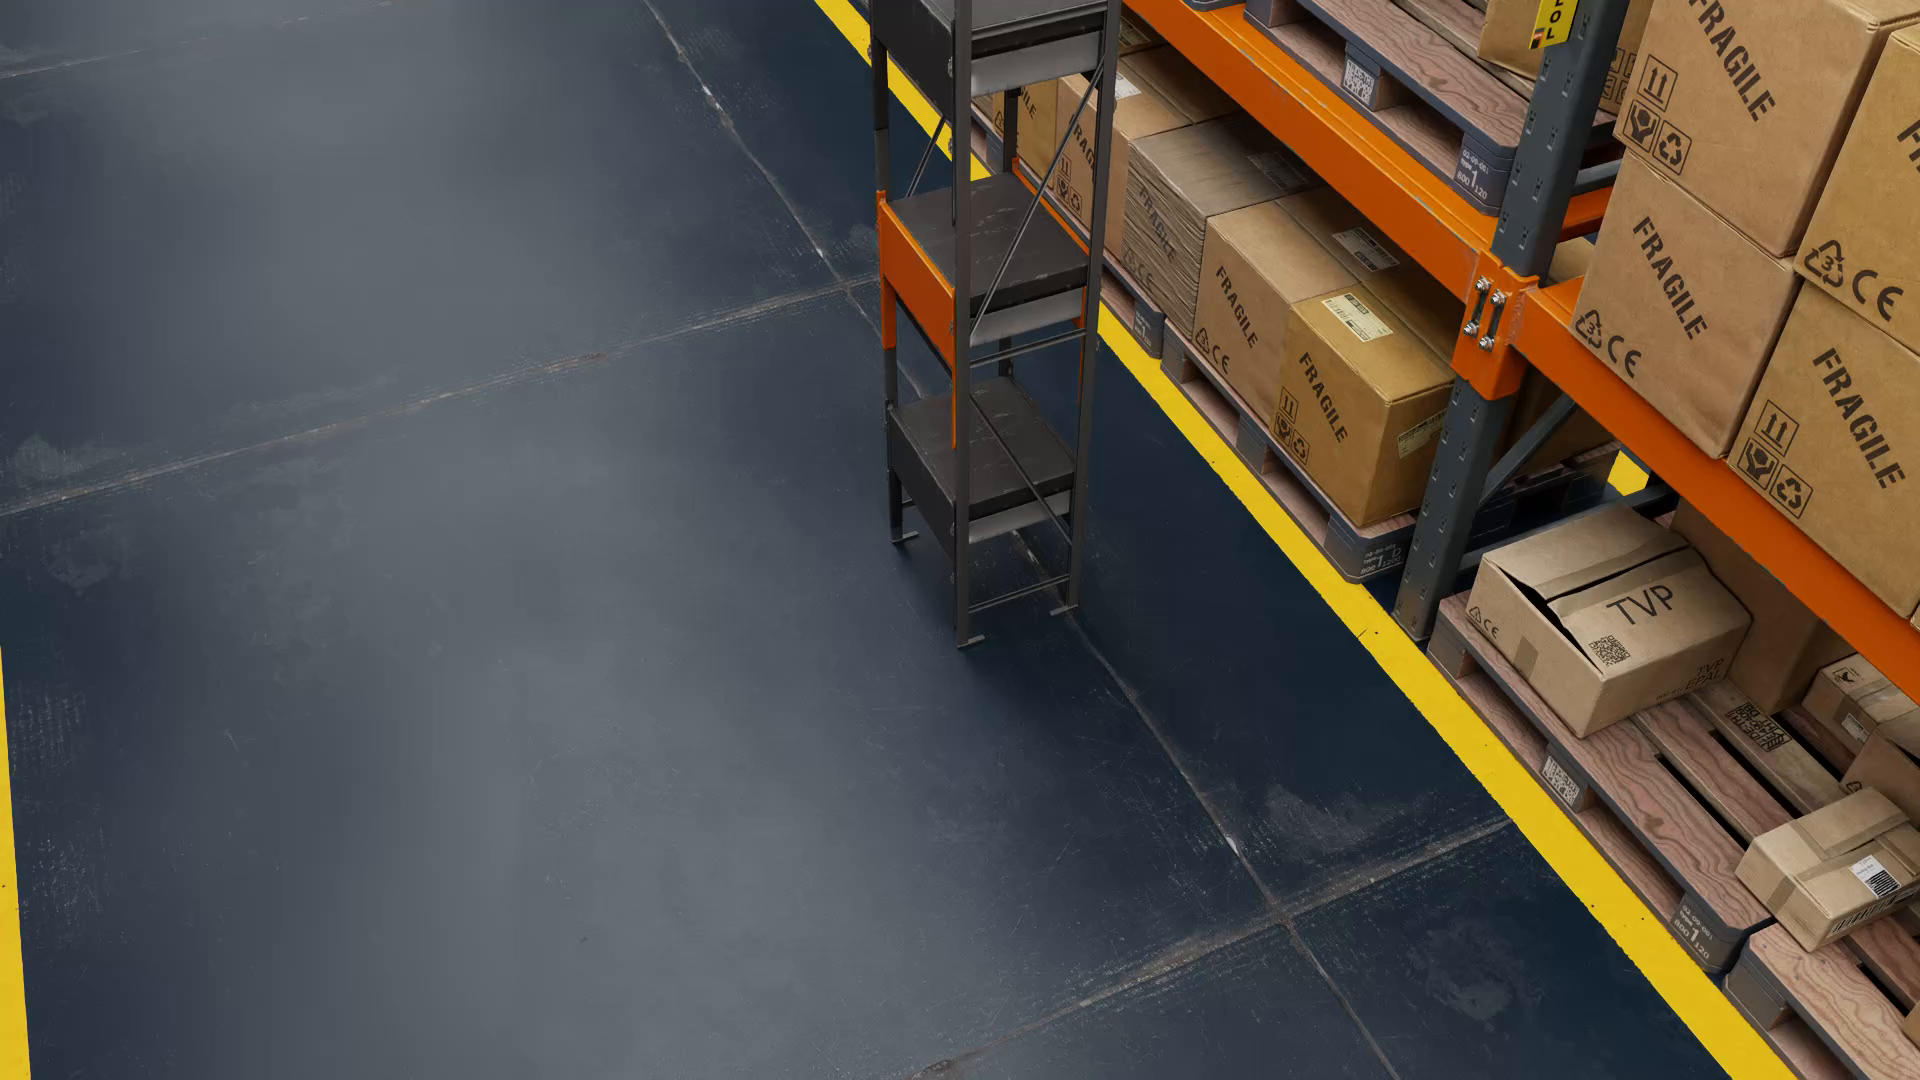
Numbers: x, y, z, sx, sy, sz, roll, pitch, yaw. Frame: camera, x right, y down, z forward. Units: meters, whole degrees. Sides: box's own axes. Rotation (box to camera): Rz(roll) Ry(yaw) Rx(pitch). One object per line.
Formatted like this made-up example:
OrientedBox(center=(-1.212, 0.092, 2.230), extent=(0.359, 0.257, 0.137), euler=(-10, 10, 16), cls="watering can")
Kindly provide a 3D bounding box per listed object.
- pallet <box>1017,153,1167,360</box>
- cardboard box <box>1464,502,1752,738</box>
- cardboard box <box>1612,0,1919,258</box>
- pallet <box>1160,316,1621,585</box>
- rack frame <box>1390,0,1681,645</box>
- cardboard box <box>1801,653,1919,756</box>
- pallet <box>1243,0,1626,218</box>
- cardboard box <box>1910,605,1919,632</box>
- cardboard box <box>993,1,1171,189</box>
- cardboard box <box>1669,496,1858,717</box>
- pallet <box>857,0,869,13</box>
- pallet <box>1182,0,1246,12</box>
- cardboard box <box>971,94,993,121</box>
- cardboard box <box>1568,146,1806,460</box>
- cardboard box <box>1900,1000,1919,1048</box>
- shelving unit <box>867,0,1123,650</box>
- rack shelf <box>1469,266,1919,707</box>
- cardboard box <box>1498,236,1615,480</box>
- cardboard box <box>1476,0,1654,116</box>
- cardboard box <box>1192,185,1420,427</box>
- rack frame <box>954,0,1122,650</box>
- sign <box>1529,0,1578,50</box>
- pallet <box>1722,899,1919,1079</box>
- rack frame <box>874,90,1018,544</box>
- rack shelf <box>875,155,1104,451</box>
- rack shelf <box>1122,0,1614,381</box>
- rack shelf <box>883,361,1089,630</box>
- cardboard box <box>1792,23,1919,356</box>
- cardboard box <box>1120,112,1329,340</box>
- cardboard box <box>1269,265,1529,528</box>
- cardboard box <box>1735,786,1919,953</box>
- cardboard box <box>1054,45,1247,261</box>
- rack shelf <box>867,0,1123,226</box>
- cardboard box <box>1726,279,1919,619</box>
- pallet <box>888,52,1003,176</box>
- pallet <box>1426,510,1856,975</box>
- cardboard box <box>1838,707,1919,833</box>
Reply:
OrientedBox(center=(0.885, -1.237, 6.354), extent=(1.003, 0.211, 1.213), euler=(-18, 47, -17), cls="pallet")
OrientedBox(center=(1.758, 0.188, 4.525), extent=(0.500, 0.311, 0.500), euler=(-18, 47, -17), cls="cardboard box")
OrientedBox(center=(1.721, -0.952, 3.296), extent=(0.500, 0.500, 0.500), euler=(-17, 47, -16), cls="cardboard box")
OrientedBox(center=(1.402, -0.459, 5.565), extent=(1.003, 0.211, 1.213), euler=(-18, 47, -17), cls="pallet")
OrientedBox(center=(1.778, -0.944, 4.071), extent=(1.000, 3.000, 0.127), euler=(-18, 47, -17), cls="rack frame")
OrientedBox(center=(2.487, 0.415, 4.411), extent=(0.380, 0.149, 0.250), euler=(-18, 47, -17), cls="cardboard box")
OrientedBox(center=(1.541, -1.417, 4.687), extent=(1.003, 0.211, 1.213), euler=(-18, 47, -17), cls="pallet")
OrientedBox(center=(2.172, 0.070, 2.972), extent=(0.500, 0.500, 0.500), euler=(-18, 47, -18), cls="cardboard box")
OrientedBox(center=(0.460, -1.733, 6.337), extent=(0.500, 0.500, 0.500), euler=(-19, 48, -18), cls="cardboard box")
OrientedBox(center=(2.275, 0.068, 4.512), extent=(0.500, 0.500, 0.500), euler=(-18, 47, -17), cls="cardboard box")
OrientedBox(center=(-0.215, -3.037, 8.177), extent=(1.003, 0.211, 1.213), euler=(-18, 47, -17), cls="pallet")
OrientedBox(center=(0.918, -2.187, 5.467), extent=(1.003, 0.211, 1.213), euler=(-18, 47, -17), cls="pallet")
OrientedBox(center=(0.253, -2.054, 6.662), extent=(0.500, 0.500, 0.500), euler=(-20, 48, -19), cls="cardboard box")
OrientedBox(center=(1.745, -0.575, 3.625), extent=(0.500, 0.500, 0.500), euler=(-17, 47, -16), cls="cardboard box")
OrientedBox(center=(2.573, 0.984, 3.582), extent=(0.797, 0.503, 0.637), euler=(-18, 47, -17), cls="cardboard box")
OrientedBox(center=(0.070, -0.642, 4.406), extent=(0.431, 2.100, 0.503), euler=(-18, 47, -17), cls="shelving unit")
OrientedBox(center=(2.619, 0.586, 3.032), extent=(1.077, 0.370, 4.000), euler=(-18, 47, -17), cls="rack shelf")
OrientedBox(center=(1.796, -0.591, 5.180), extent=(0.500, 0.500, 0.500), euler=(-20, 48, -19), cls="cardboard box")
OrientedBox(center=(1.782, -1.497, 4.262), extent=(0.700, 0.500, 0.500), euler=(-34, 54, -30), cls="cardboard box")
OrientedBox(center=(1.110, -0.758, 5.349), extent=(0.500, 0.500, 0.500), euler=(-18, 47, -17), cls="cardboard box")
OrientedBox(center=(0.172, -0.486, 4.248), extent=(0.400, 2.100, 0.015), euler=(-18, 47, -17), cls="rack frame")
OrientedBox(center=(1.276, -1.190, 3.496), extent=(0.100, 0.325, 0.005), euler=(-18, 47, -17), cls="sign")
OrientedBox(center=(2.583, 1.265, 3.818), extent=(1.003, 0.211, 1.213), euler=(-18, 47, -17), cls="pallet")
OrientedBox(center=(-0.033, -0.797, 4.563), extent=(0.400, 2.100, 0.015), euler=(-18, 47, -17), cls="rack frame")
OrientedBox(center=(0.070, -0.632, 4.415), extent=(0.431, 0.518, 0.480), euler=(-18, 47, -17), cls="rack shelf")
OrientedBox(center=(0.937, -1.963, 5.616), extent=(1.077, 0.370, 4.000), euler=(-18, 47, -17), cls="rack shelf")
OrientedBox(center=(0.070, -0.134, 4.907), extent=(0.431, 0.518, 0.480), euler=(-18, 47, -17), cls="rack shelf")
OrientedBox(center=(1.938, -0.624, 2.963), extent=(0.500, 0.500, 0.500), euler=(-19, 48, -19), cls="cardboard box")
OrientedBox(center=(0.900, -1.078, 5.673), extent=(0.500, 0.500, 0.500), euler=(-17, 47, -17), cls="cardboard box")
OrientedBox(center=(1.310, -0.441, 5.028), extent=(0.500, 0.500, 0.500), euler=(-18, 47, -18), cls="cardboard box")
OrientedBox(center=(2.131, 0.787, 4.020), extent=(0.380, 0.166, 0.250), euler=(-18, 47, -17), cls="cardboard box")
OrientedBox(center=(0.684, -1.401, 6.001), extent=(0.500, 0.500, 0.500), euler=(-20, 48, -19), cls="cardboard box")
OrientedBox(center=(0.070, -1.130, 3.924), extent=(0.431, 0.518, 0.480), euler=(-18, 47, -17), cls="rack shelf")
OrientedBox(center=(1.963, -0.249, 3.296), extent=(0.500, 0.500, 0.500), euler=(-17, 47, -17), cls="cardboard box")
OrientedBox(center=(0.376, -2.014, 7.141), extent=(1.003, 0.211, 1.213), euler=(-18, 47, -17), cls="pallet")
OrientedBox(center=(2.066, 0.486, 4.607), extent=(1.003, 0.211, 1.213), euler=(-18, 47, -17), cls="pallet")
OrientedBox(center=(2.590, 0.614, 4.094), extent=(0.500, 0.311, 0.500), euler=(-18, 47, -17), cls="cardboard box")
